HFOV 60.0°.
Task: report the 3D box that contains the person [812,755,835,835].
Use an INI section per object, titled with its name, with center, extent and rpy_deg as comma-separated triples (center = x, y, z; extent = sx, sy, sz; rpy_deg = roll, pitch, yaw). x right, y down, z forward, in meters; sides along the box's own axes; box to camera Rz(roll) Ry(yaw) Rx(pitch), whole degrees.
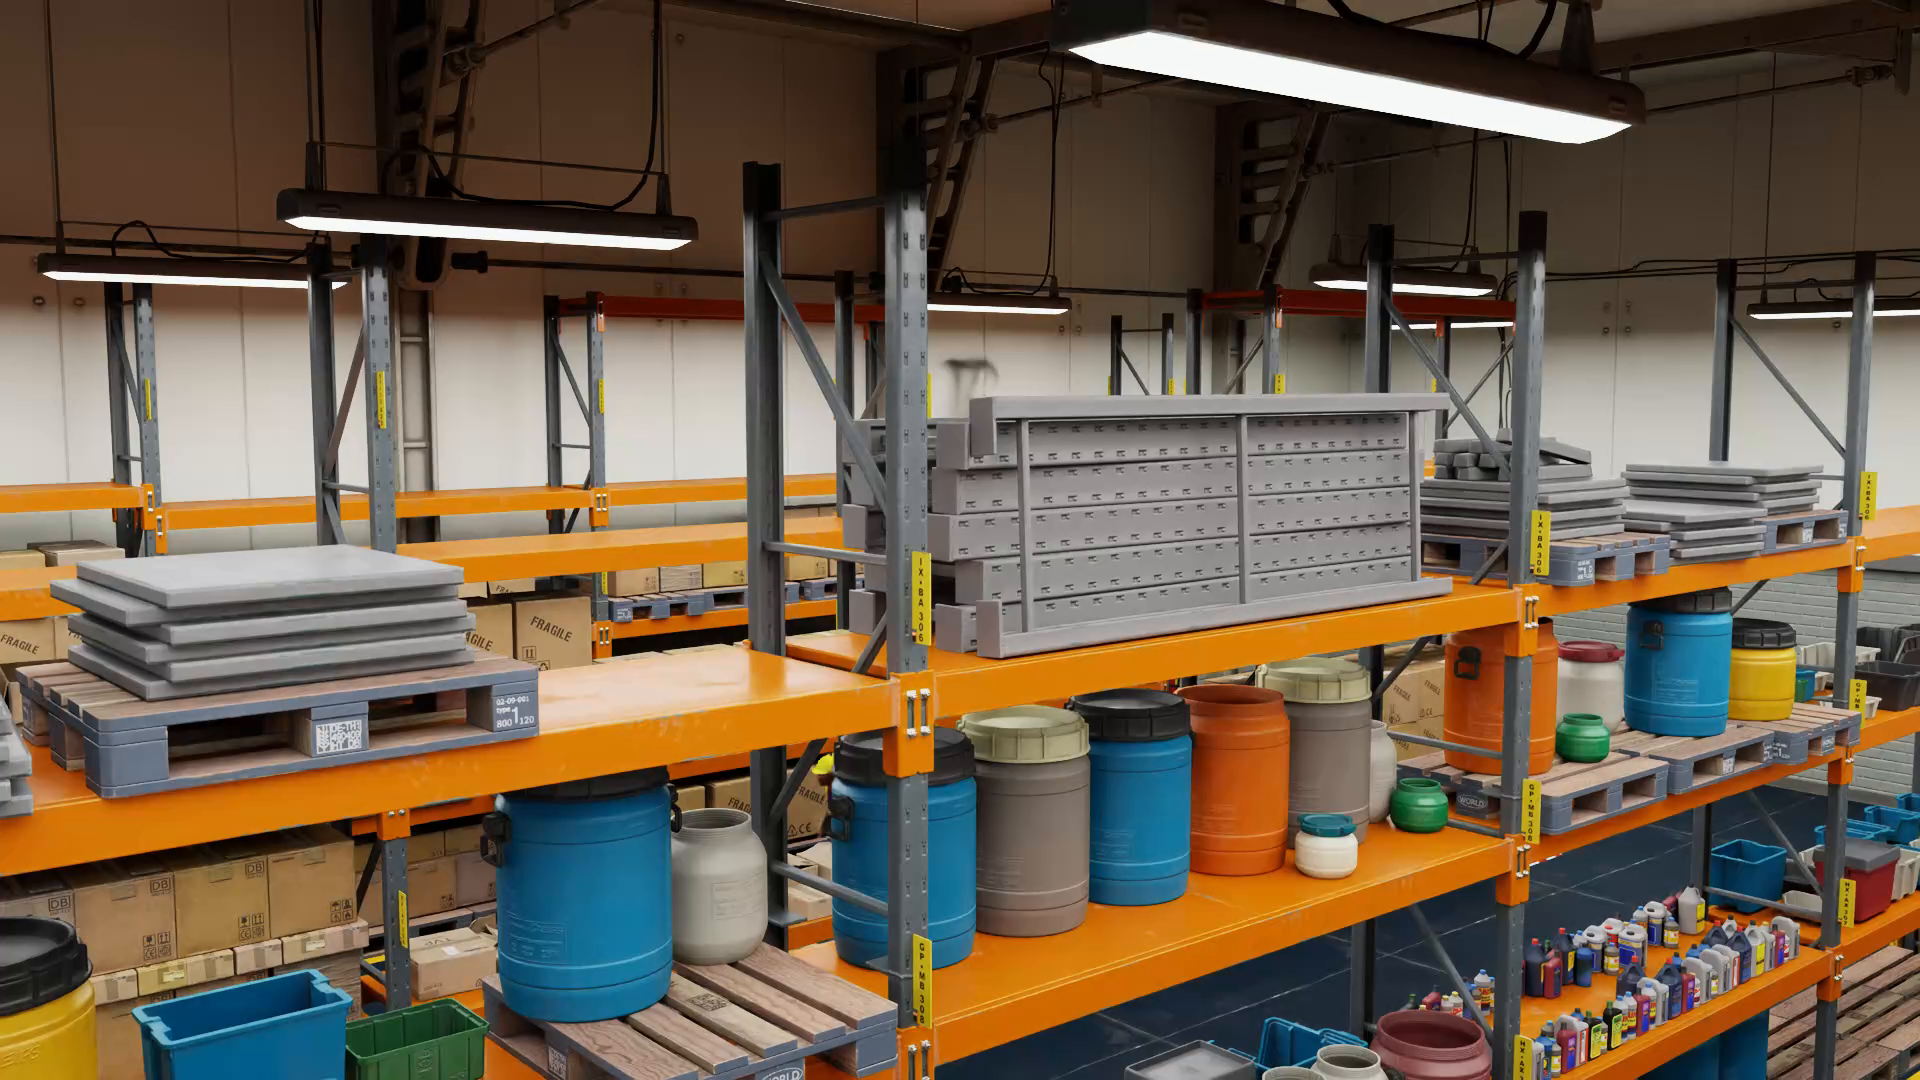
[person]
center = -0.974, 2.833, 16.137
extent = 1.029, 1.609, 0.714
rpy_deg = -4, 7, -34
